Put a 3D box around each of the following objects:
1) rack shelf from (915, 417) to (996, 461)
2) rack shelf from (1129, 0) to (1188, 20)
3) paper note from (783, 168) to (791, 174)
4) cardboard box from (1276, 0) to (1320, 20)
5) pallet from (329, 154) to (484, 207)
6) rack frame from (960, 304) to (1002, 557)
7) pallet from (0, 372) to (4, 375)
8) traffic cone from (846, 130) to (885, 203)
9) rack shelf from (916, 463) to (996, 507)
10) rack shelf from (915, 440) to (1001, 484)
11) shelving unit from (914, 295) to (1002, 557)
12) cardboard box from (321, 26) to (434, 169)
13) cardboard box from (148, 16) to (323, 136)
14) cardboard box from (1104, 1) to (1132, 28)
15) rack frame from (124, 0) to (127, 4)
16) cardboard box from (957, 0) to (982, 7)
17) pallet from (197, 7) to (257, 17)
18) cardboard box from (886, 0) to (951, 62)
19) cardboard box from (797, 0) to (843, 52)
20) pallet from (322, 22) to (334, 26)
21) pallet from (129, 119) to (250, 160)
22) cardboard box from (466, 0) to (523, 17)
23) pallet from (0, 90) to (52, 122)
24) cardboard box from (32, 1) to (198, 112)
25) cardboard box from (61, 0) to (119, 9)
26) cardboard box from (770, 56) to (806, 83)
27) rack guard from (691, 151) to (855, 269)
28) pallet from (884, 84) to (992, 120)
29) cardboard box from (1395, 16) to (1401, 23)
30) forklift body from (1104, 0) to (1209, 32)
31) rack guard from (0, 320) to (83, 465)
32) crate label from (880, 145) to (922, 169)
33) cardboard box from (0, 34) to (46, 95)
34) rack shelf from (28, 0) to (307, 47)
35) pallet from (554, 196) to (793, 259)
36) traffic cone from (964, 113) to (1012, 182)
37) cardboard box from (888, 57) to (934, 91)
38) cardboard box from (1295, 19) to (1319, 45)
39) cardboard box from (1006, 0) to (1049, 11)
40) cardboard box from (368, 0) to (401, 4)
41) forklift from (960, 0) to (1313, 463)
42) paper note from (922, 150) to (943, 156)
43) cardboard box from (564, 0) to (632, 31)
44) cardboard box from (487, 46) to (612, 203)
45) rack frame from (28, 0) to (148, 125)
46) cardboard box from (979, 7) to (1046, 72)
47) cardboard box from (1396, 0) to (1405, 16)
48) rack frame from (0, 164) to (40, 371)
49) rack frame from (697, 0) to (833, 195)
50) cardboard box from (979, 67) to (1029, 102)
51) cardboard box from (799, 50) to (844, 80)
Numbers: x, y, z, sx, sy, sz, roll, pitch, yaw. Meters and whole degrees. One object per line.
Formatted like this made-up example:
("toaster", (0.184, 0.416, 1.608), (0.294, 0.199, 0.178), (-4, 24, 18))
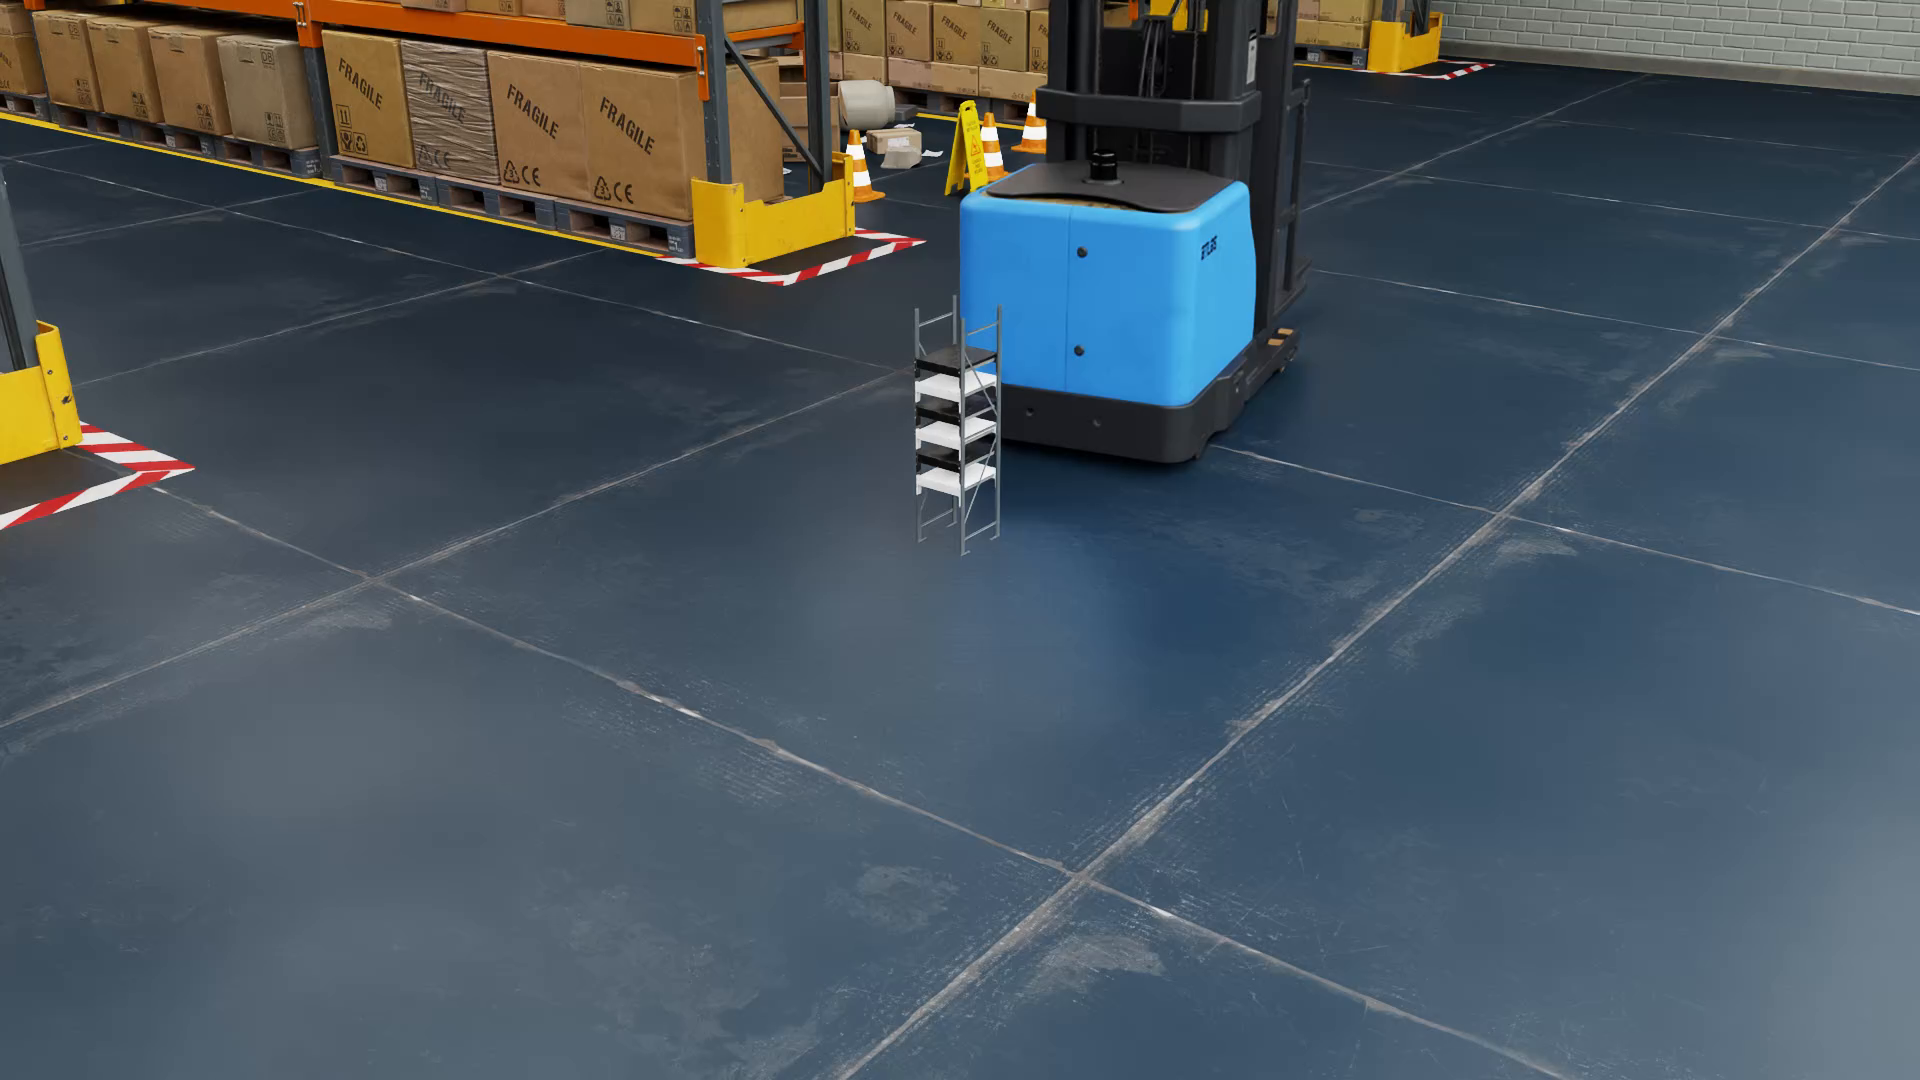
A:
("rack shelf", (-0.006, -0.383, 6.086), (0.200, 0.077, 0.258), (17, 29, 33))
("rack shelf", (0.130, -4.991, 14.749), (4.000, 0.370, 1.077), (17, 29, 33))
("paper note", (-1.361, -2.772, 12.506), (0.144, 0.017, 0.142), (-15, 28, -30))
("cardboard box", (3.732, -5.743, 17.833), (0.500, 0.250, 0.500), (16, 29, 33))
("pallet", (-3.797, -2.697, 12.109), (1.213, 0.211, 1.003), (17, 29, 33))
("rack frame", (0.075, -0.389, 6.017), (0.006, 0.900, 0.240), (17, 29, 33))
("pallet", (-4.903, -0.589, 7.325), (1.213, 0.211, 1.003), (17, 29, 33))
("traffic cone", (-0.731, -2.640, 11.669), (0.334, 0.463, 0.336), (17, 29, 33))
("rack shelf", (-0.006, -0.219, 6.159), (0.200, 0.077, 0.258), (17, 29, 33))
("rack shelf", (-0.006, -0.301, 6.123), (0.200, 0.077, 0.258), (17, 29, 33))
("shelving unit", (-0.006, -0.414, 6.073), (0.210, 0.900, 0.258), (17, 29, 33))
("cardboard box", (-3.897, -3.227, 11.969), (0.875, 0.875, 0.875), (17, 29, 34))
("cardboard box", (-5.679, -3.700, 13.197), (0.750, 0.750, 1.050), (17, 29, 33))
("cardboard box", (1.231, -4.403, 14.482), (0.500, 0.500, 0.500), (16, 28, 32))
("rack frame", (-11.073, -8.705, 22.287), (0.127, 3.000, 1.000), (17, 29, 33))
("cardboard box", (0.189, -4.713, 14.381), (0.250, 0.149, 0.380), (18, 30, 35))
("pallet", (-9.414, -6.966, 21.798), (1.213, 0.211, 1.003), (17, 29, 33))
("cardboard box", (-0.311, -4.599, 14.927), (0.500, 0.500, 0.500), (19, 30, 36))
("cardboard box", (-1.161, -4.851, 15.498), (0.500, 0.500, 0.500), (18, 30, 36))
("pallet", (-7.210, -6.300, 20.286), (1.213, 0.211, 1.003), (17, 29, 33))
("pallet", (-6.002, -3.363, 13.621), (1.213, 0.211, 1.003), (17, 29, 33))
("cardboard box", (-2.757, -3.775, 10.912), (0.500, 0.550, 0.875), (17, 29, 33))
("pallet", (-8.184, -4.063, 15.209), (1.213, 0.211, 1.003), (17, 29, 33))
("cardboard box", (-7.126, -4.136, 14.185), (0.750, 0.750, 1.050), (16, 29, 33))
("cardboard box", (-7.966, -4.786, 15.040), (0.500, 0.250, 0.500), (15, 28, 31))
("cardboard box", (-1.429, -3.963, 14.620), (0.500, 0.500, 0.500), (-5, 24, -12))
("rack guard", (-1.139, -2.065, 10.317), (0.348, 0.500, 1.175), (17, 29, 33))
("pallet", (0.068, -4.082, 15.252), (1.213, 0.211, 1.003), (17, 29, 33))
("cardboard box", (4.428, -5.554, 18.025), (0.500, 0.250, 0.500), (17, 29, 34))
("forklift body", (2.092, -5.920, 17.019), (1.214, 2.155, 2.313), (17, 29, 33))
("rack guard", (-4.274, -0.513, 6.795), (0.348, 0.500, 1.175), (17, 29, 33))
("crate label", (-0.448, -2.944, 12.761), (0.298, 0.136, 0.250), (3, 24, 6))
("cardboard box", (-8.243, -4.272, 14.806), (0.500, 0.500, 0.500), (17, 29, 33))
("rack shelf", (-5.959, -4.336, 13.264), (4.000, 0.370, 1.077), (17, 29, 33))
("pallet", (-1.845, -2.107, 10.770), (1.213, 0.211, 1.003), (17, 29, 33))
("traffic cone", (0.219, -2.923, 12.310), (0.334, 0.463, 0.336), (17, 29, 33))
("cardboard box", (-0.301, -4.255, 15.076), (0.500, 0.250, 0.500), (16, 29, 33))
("cardboard box", (3.746, -5.507, 17.919), (0.500, 0.250, 0.500), (17, 29, 33))
("cardboard box", (0.599, -4.587, 14.095), (0.250, 0.149, 0.380), (18, 29, 35))
("cardboard box", (-3.603, -4.040, 11.512), (0.550, 0.550, 0.875), (17, 29, 33))
("forklift", (1.045, -2.219, 7.650), (1.130, 2.935, 3.031), (10, 26, 22))
("paper note", (-0.220, -3.064, 13.166), (0.142, 0.019, 0.148), (7, 25, 15))
("cardboard box", (-1.935, -3.484, 10.252), (0.550, 0.550, 0.875), (17, 29, 33))
("cardboard box", (-2.445, -2.789, 10.975), (0.875, 0.875, 0.875), (16, 29, 32))
("rack frame", (-7.559, -5.149, 14.217), (0.127, 3.000, 1.000), (17, 29, 33))
("cardboard box", (0.513, -4.348, 14.357), (0.500, 0.500, 0.500), (18, 30, 35))
("cardboard box", (4.452, -5.782, 17.922), (0.500, 0.250, 0.500), (17, 29, 34))
("rack frame", (-4.213, -1.639, 6.249), (0.127, 3.000, 1.000), (17, 29, 33))
("rack frame", (-1.158, -3.215, 9.826), (0.127, 3.000, 1.000), (17, 29, 33))
("cardboard box", (0.512, -4.007, 14.513), (0.500, 0.250, 0.500), (17, 29, 33))
("cardboard box", (-1.161, -4.508, 15.650), (0.500, 0.250, 0.500), (15, 28, 31))
